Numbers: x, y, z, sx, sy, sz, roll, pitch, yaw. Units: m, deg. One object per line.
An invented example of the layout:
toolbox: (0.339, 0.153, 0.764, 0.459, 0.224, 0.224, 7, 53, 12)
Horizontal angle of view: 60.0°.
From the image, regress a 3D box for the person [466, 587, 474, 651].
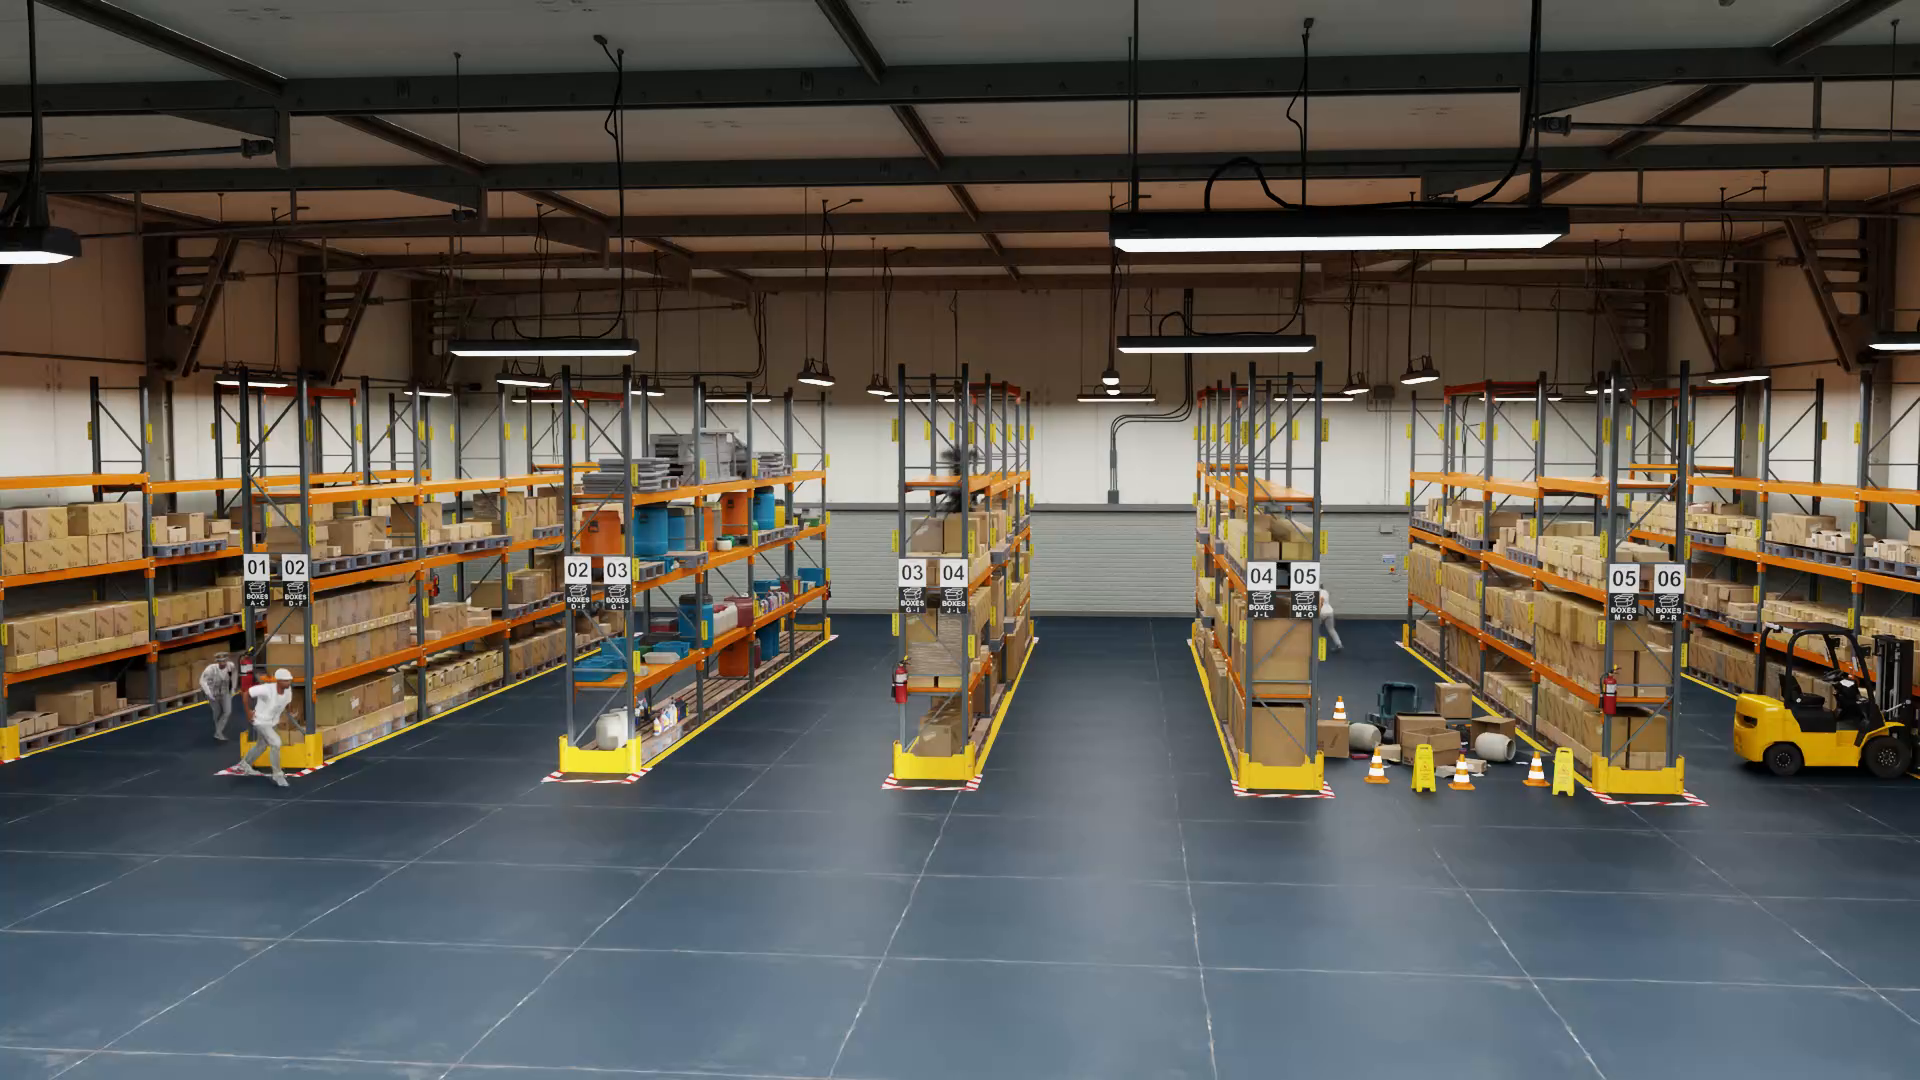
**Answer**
person: (-10.729, 1.833, 36.879, 0.632, 1.646, 0.584, 0, 4, -7)

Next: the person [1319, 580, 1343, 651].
person: (8.331, 1.757, 38.026, 0.601, 1.636, 0.946, -3, 4, -35)

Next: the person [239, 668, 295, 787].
person: (-9.929, 2.672, 23.725, 1.037, 1.720, 0.753, 2, 4, 24)

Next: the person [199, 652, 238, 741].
person: (-12.186, 2.543, 27.270, 0.589, 1.465, 1.022, -3, 4, -35)

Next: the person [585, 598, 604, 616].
person: (-9.365, 1.461, 42.796, 0.763, 1.636, 0.539, 3, 5, 39)
